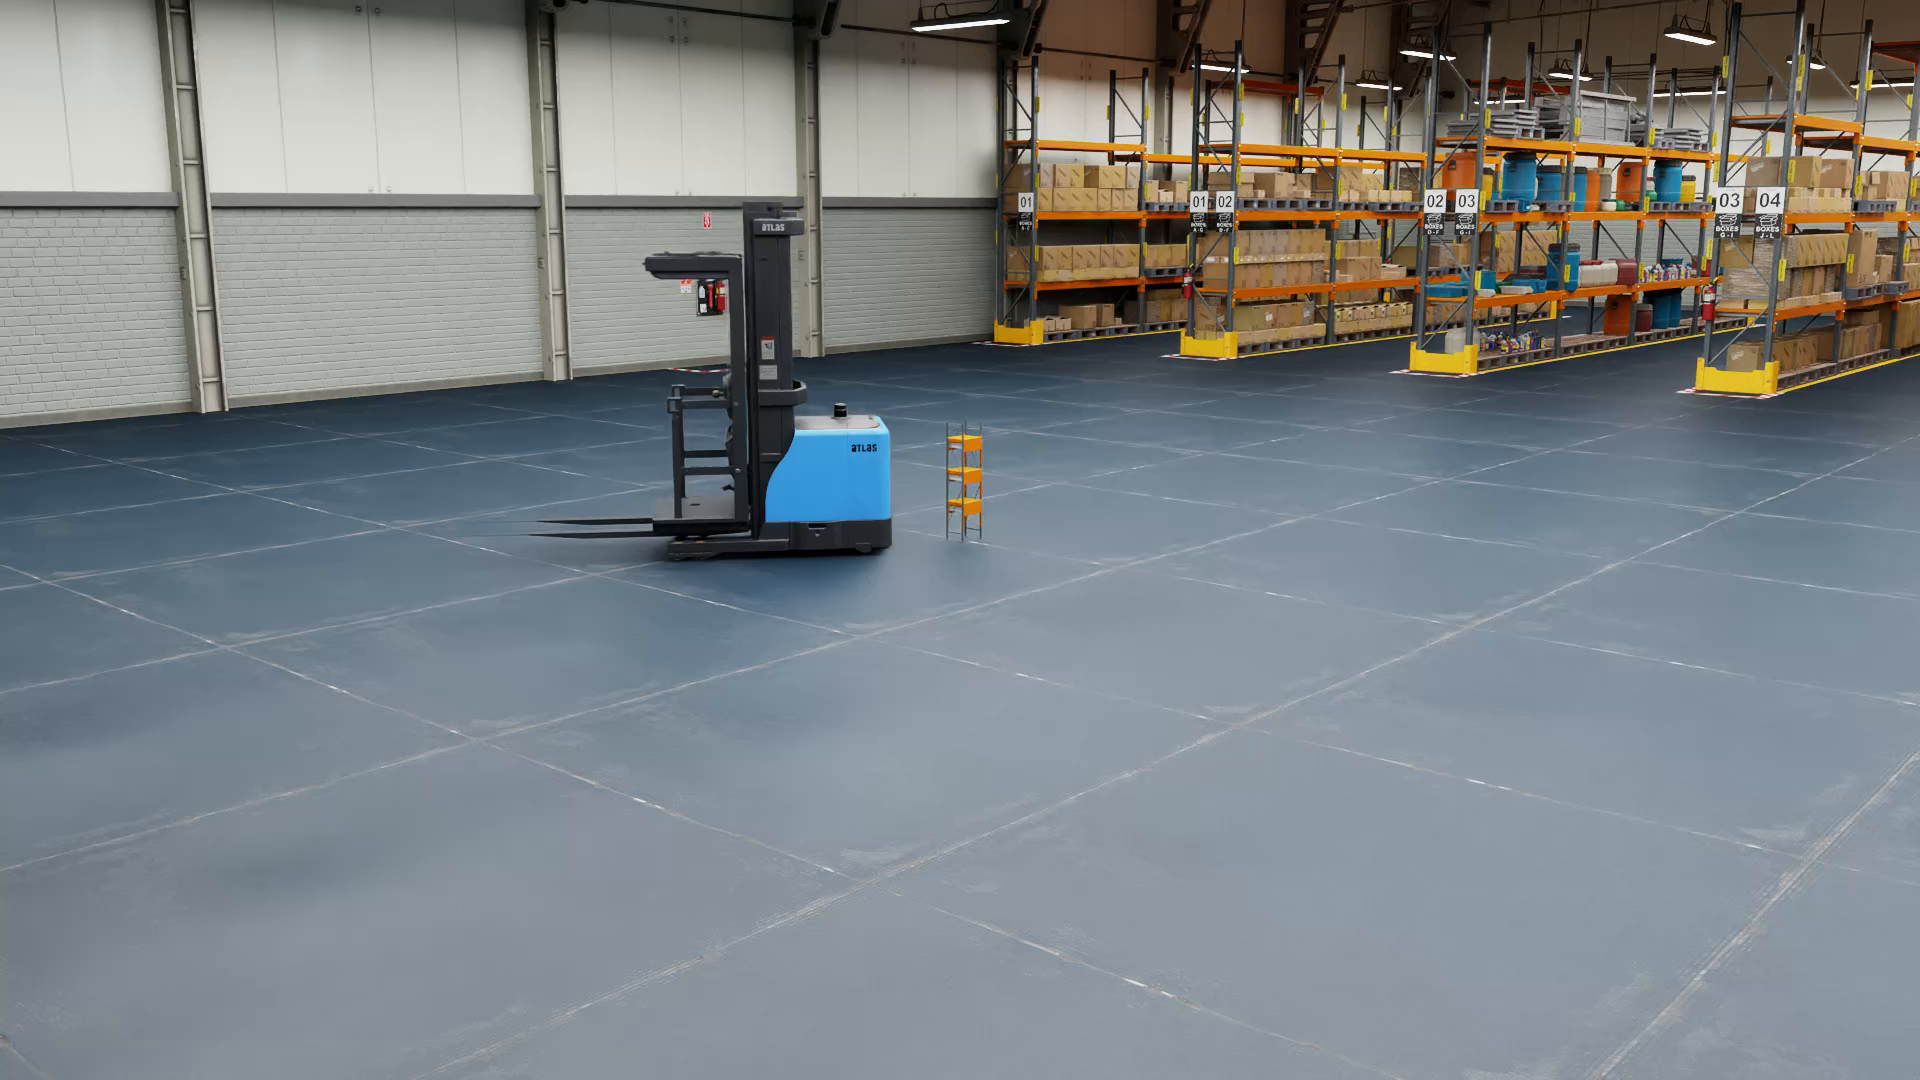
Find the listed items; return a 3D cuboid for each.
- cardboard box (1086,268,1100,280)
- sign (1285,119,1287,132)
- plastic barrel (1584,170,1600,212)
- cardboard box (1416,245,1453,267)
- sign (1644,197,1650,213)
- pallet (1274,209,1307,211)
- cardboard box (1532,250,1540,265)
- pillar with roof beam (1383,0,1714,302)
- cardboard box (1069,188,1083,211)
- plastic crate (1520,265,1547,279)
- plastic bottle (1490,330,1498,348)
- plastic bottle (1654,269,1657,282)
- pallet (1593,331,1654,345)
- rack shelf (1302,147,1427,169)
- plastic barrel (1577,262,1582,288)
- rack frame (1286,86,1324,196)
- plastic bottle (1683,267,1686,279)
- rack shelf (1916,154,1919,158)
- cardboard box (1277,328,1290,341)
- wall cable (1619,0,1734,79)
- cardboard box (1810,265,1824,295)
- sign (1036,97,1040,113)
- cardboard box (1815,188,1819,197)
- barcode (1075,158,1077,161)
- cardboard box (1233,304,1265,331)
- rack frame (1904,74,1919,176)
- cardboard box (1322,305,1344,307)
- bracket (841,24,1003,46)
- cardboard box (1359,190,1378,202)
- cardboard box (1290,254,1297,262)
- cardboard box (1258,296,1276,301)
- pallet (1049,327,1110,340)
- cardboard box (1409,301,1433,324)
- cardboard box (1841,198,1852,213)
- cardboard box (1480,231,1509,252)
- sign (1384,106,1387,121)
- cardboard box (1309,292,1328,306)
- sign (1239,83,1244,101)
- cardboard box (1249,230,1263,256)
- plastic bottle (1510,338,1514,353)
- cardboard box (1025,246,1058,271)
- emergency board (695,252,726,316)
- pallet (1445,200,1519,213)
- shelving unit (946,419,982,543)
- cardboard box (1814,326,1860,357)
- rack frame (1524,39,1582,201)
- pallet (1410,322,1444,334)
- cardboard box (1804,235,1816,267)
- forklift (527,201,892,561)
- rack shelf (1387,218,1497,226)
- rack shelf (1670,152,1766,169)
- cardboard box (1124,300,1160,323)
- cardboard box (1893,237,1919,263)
[{"bbox_3d":[2.794,-5.965,37.250,0.500,0.250,0.500,10,15,41],"label":"cardboard box"},{"bbox_3d":[8.746,-11.090,44.472,0.100,0.325,0.005,10,15,40],"label":"sign"},{"bbox_3d":[12.811,-7.160,34.147,0.600,0.830,0.708,10,15,40],"label":"plastic barrel"},{"bbox_3d":[11.308,-6.781,39.675,0.500,0.500,0.700,-9,14,-37],"label":"cardboard box"},{"bbox_3d":[14.366,-7.017,34.795,0.100,0.325,0.005,10,15,40],"label":"sign"},{"bbox_3d":[8.579,-8.773,43.807,0.805,0.209,1.217,9,14,38],"label":"pallet"},{"bbox_3d":[14.746,-7.284,43.267,0.500,0.500,0.500,10,15,41],"label":"cardboard box"},{"bbox_3d":[16.154,-11.020,46.910,9.100,9.000,0.548,10,15,40],"label":"pillar with roof beam"},{"bbox_3d":[2.355,-7.470,36.486,0.500,0.500,0.500,11,16,43],"label":"cardboard box"},{"bbox_3d":[11.398,-5.221,33.032,0.402,0.464,0.583,10,15,40],"label":"plastic crate"},{"bbox_3d":[10.339,-3.903,32.234,0.144,0.351,0.185,9,14,38],"label":"plastic bottle"},{"bbox_3d":[15.120,-5.762,36.228,0.097,0.271,0.097,0,11,0],"label":"plastic bottle"},{"bbox_3d":[14.437,-4.422,36.310,1.003,0.211,1.213,10,15,40],"label":"pallet"},{"bbox_3d":[8.910,-8.407,36.688,1.077,0.370,4.000,10,15,40],"label":"rack shelf"},{"bbox_3d":[12.104,-5.258,33.033,0.433,0.535,0.433,0,11,0],"label":"plastic barrel"},{"bbox_3d":[9.147,-10.479,44.202,1.000,3.000,0.127,10,15,40],"label":"rack frame"},{"bbox_3d":[16.330,-6.042,37.620,0.152,0.276,0.135,10,15,40],"label":"plastic bottle"},{"bbox_3d":[21.630,-8.303,36.165,1.077,0.370,4.000,10,15,40],"label":"rack shelf"},{"bbox_3d":[6.462,-4.260,34.329,0.500,0.250,0.500,10,15,40],"label":"cardboard box"},{"bbox_3d":[20.146,-14.288,46.692,3.097,2.526,0.112,10,15,40],"label":"wall cable"},{"bbox_3d":[14.074,-4.420,28.167,0.875,0.500,0.500,10,15,40],"label":"cardboard box"},{"bbox_3d":[1.633,-9.140,34.912,0.100,0.325,0.005,10,15,40],"label":"sign"},{"bbox_3d":[13.921,-5.724,27.417,0.380,0.149,0.250,9,14,38],"label":"cardboard box"},{"bbox_3d":[2.625,-8.614,37.671,0.001,0.075,0.075,10,15,40],"label":"barcode"},{"bbox_3d":[5.799,-4.481,33.521,0.500,0.500,0.500,10,15,40],"label":"cardboard box"},{"bbox_3d":[20.309,-8.558,34.582,1.000,3.000,0.127,10,15,40],"label":"rack frame"},{"bbox_3d":[8.311,-5.100,37.103,0.500,0.311,0.500,10,15,40],"label":"cardboard box"},{"bbox_3d":[-0.681,-10.205,33.639,0.076,0.066,4.783,10,15,40],"label":"bracket"},{"bbox_3d":[8.898,-7.597,36.741,0.500,0.250,0.500,8,14,36],"label":"cardboard box"},{"bbox_3d":[6.732,-5.833,34.346,0.380,0.149,0.250,10,15,42],"label":"cardboard box"},{"bbox_3d":[7.673,-6.320,43.110,0.750,0.750,0.750,10,15,40],"label":"cardboard box"},{"bbox_3d":[2.644,-4.709,37.749,1.003,0.211,1.213,10,15,40],"label":"pallet"},{"bbox_3d":[10.745,-5.329,38.991,0.500,0.500,0.500,11,15,43],"label":"cardboard box"},{"bbox_3d":[14.924,-5.735,28.493,0.500,0.250,0.500,11,15,42],"label":"cardboard box"},{"bbox_3d":[13.393,-7.470,41.642,0.500,0.500,0.500,10,15,42],"label":"cardboard box"},{"bbox_3d":[9.816,-9.816,38.296,0.100,0.325,0.005,10,15,40],"label":"sign"},{"bbox_3d":[9.718,-6.614,45.477,0.700,0.500,0.500,10,15,41],"label":"cardboard box"},{"bbox_3d":[5.362,-8.537,31.687,0.100,0.325,0.005,10,15,40],"label":"sign"},{"bbox_3d":[5.645,-5.970,33.374,0.700,0.500,0.500,9,15,39],"label":"cardboard box"},{"bbox_3d":[10.325,-3.645,31.147,0.097,0.271,0.097,0,11,0],"label":"plastic bottle"},{"bbox_3d":[1.767,-6.107,36.046,0.500,0.500,0.500,10,15,40],"label":"cardboard box"},{"bbox_3d":[-4.583,-4.745,30.810,0.194,1.169,0.643,10,15,40],"label":"emergency board"},{"bbox_3d":[9.287,-5.978,29.807,1.003,0.211,1.213,10,15,40],"label":"pallet"},{"bbox_3d":[0.035,-0.523,14.648,0.215,1.050,0.252,10,15,40],"label":"shelving unit"},{"bbox_3d":[16.148,-3.666,30.669,0.700,0.500,0.500,8,14,36],"label":"cardboard box"},{"bbox_3d":[11.308,-8.021,31.895,1.000,3.000,0.127,10,15,40],"label":"rack frame"},{"bbox_3d":[10.751,-5.046,39.437,1.003,0.211,1.213,10,15,40],"label":"pallet"},{"bbox_3d":[13.620,-4.728,27.155,0.500,0.500,0.500,10,15,40],"label":"cardboard box"},{"bbox_3d":[-2.136,-1.370,14.086,3.031,2.935,1.130,-1,11,-7],"label":"forklift"},{"bbox_3d":[11.550,-7.721,39.889,1.077,0.370,4.000,10,15,40],"label":"rack shelf"},{"bbox_3d":[17.909,-8.943,39.371,1.077,0.370,4.000,10,15,40],"label":"rack shelf"},{"bbox_3d":[4.339,-5.461,39.651,0.700,0.500,0.500,10,15,42],"label":"cardboard box"},{"bbox_3d":[19.034,-5.869,33.620,0.797,0.503,0.637,10,15,42],"label":"cardboard box"}]
